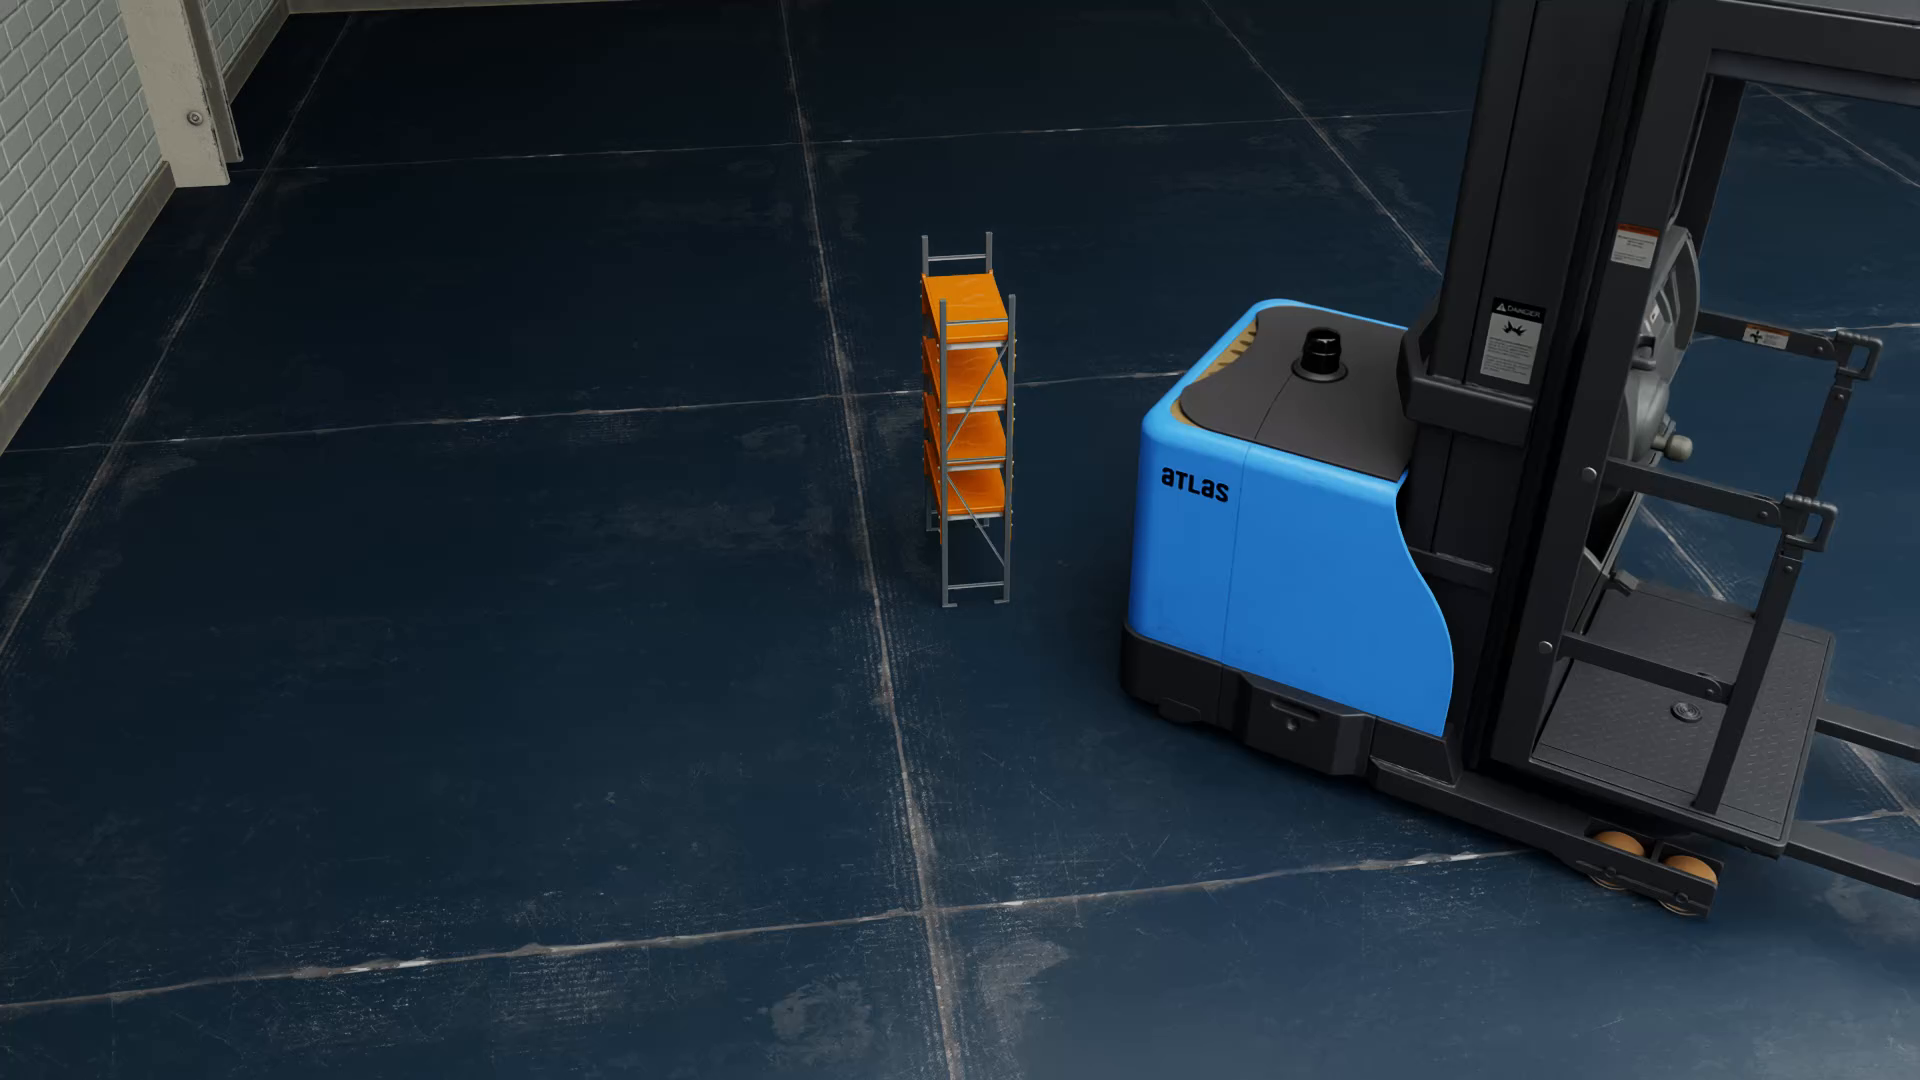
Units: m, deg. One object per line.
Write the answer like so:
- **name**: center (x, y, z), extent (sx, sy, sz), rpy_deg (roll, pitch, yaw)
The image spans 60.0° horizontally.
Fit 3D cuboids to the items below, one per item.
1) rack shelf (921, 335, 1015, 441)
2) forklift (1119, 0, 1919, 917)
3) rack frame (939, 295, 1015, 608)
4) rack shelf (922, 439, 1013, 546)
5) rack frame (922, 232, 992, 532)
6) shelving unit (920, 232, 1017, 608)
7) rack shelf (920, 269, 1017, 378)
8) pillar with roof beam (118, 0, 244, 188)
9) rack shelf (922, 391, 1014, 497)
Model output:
- **rack shelf**: center (0.022, -0.533, 5.688), extent (0.258, 0.148, 0.480), rpy_deg (-4, 35, -6)
- **forklift**: center (2.053, -0.496, 4.376), extent (3.031, 2.935, 1.130), rpy_deg (18, 38, 25)
- **rack frame**: center (0.055, -0.267, 5.577), extent (0.240, 1.200, 0.015), rpy_deg (-4, 35, -6)
- **rack shelf**: center (0.022, -0.184, 5.926), extent (0.258, 0.148, 0.480), rpy_deg (-4, 35, -6)
- **rack frame**: center (-0.011, -0.540, 5.976), extent (0.240, 1.200, 0.015), rpy_deg (-4, 35, -6)
- **shelving unit**: center (0.022, -0.403, 5.777), extent (0.258, 1.200, 0.503), rpy_deg (-4, 35, -6)
- **rack shelf**: center (0.022, -0.728, 5.555), extent (0.258, 0.148, 0.480), rpy_deg (-4, 35, -6)
- **pillar with roof beam**: center (0.079, -6.088, 7.193), extent (9.100, 9.000, 0.400), rpy_deg (-4, 35, -6)
- **rack shelf**: center (0.022, -0.348, 5.814), extent (0.258, 0.148, 0.480), rpy_deg (-4, 35, -6)
